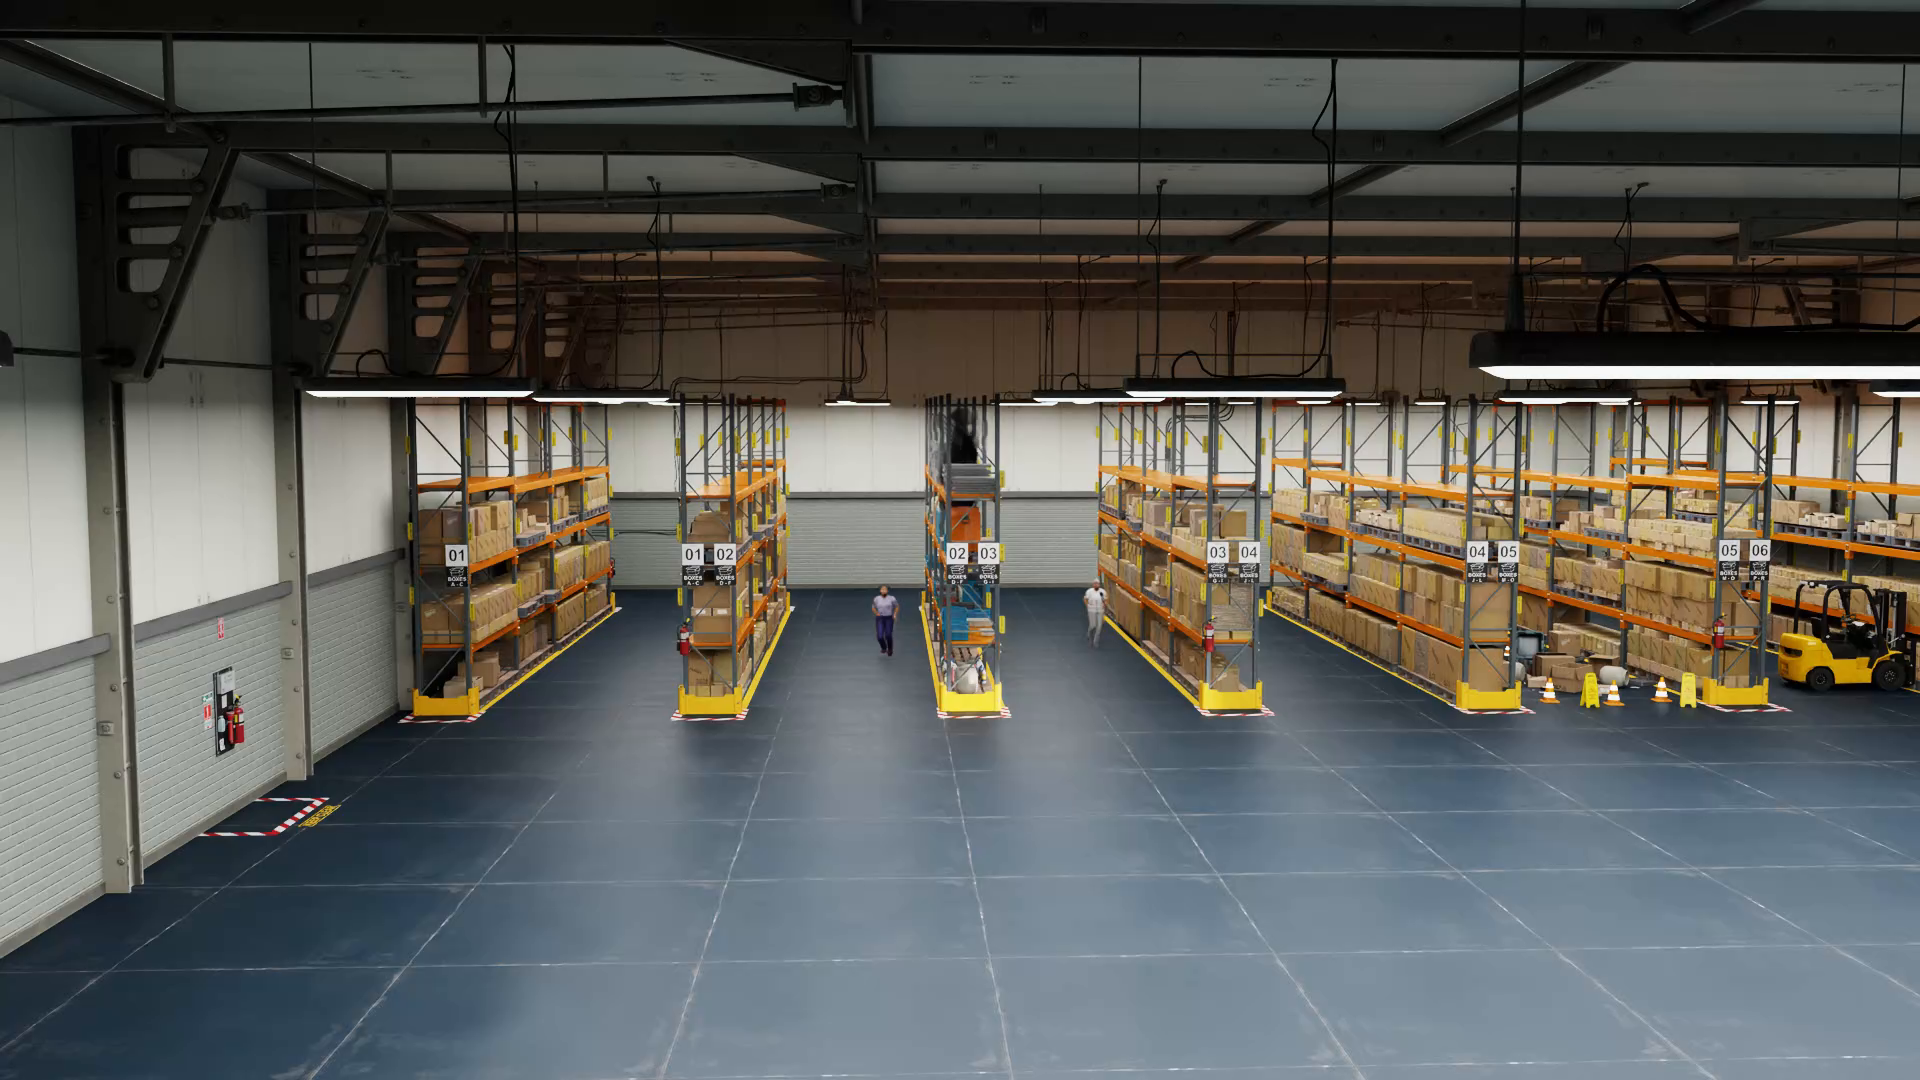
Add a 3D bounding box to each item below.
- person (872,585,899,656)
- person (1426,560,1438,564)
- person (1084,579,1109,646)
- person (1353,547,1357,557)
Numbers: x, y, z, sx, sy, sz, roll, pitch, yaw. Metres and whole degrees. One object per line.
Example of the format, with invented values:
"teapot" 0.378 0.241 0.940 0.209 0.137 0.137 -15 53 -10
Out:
"person" -1.674 1.810 37.010 0.600 1.609 0.526 0 5 4
"person" 14.519 0.862 51.026 0.650 1.691 0.587 -2 5 -18
"person" 3.292 1.745 39.990 0.586 1.633 0.576 0 5 -2
"person" 11.079 1.111 46.902 0.680 1.822 0.976 0 5 -6
